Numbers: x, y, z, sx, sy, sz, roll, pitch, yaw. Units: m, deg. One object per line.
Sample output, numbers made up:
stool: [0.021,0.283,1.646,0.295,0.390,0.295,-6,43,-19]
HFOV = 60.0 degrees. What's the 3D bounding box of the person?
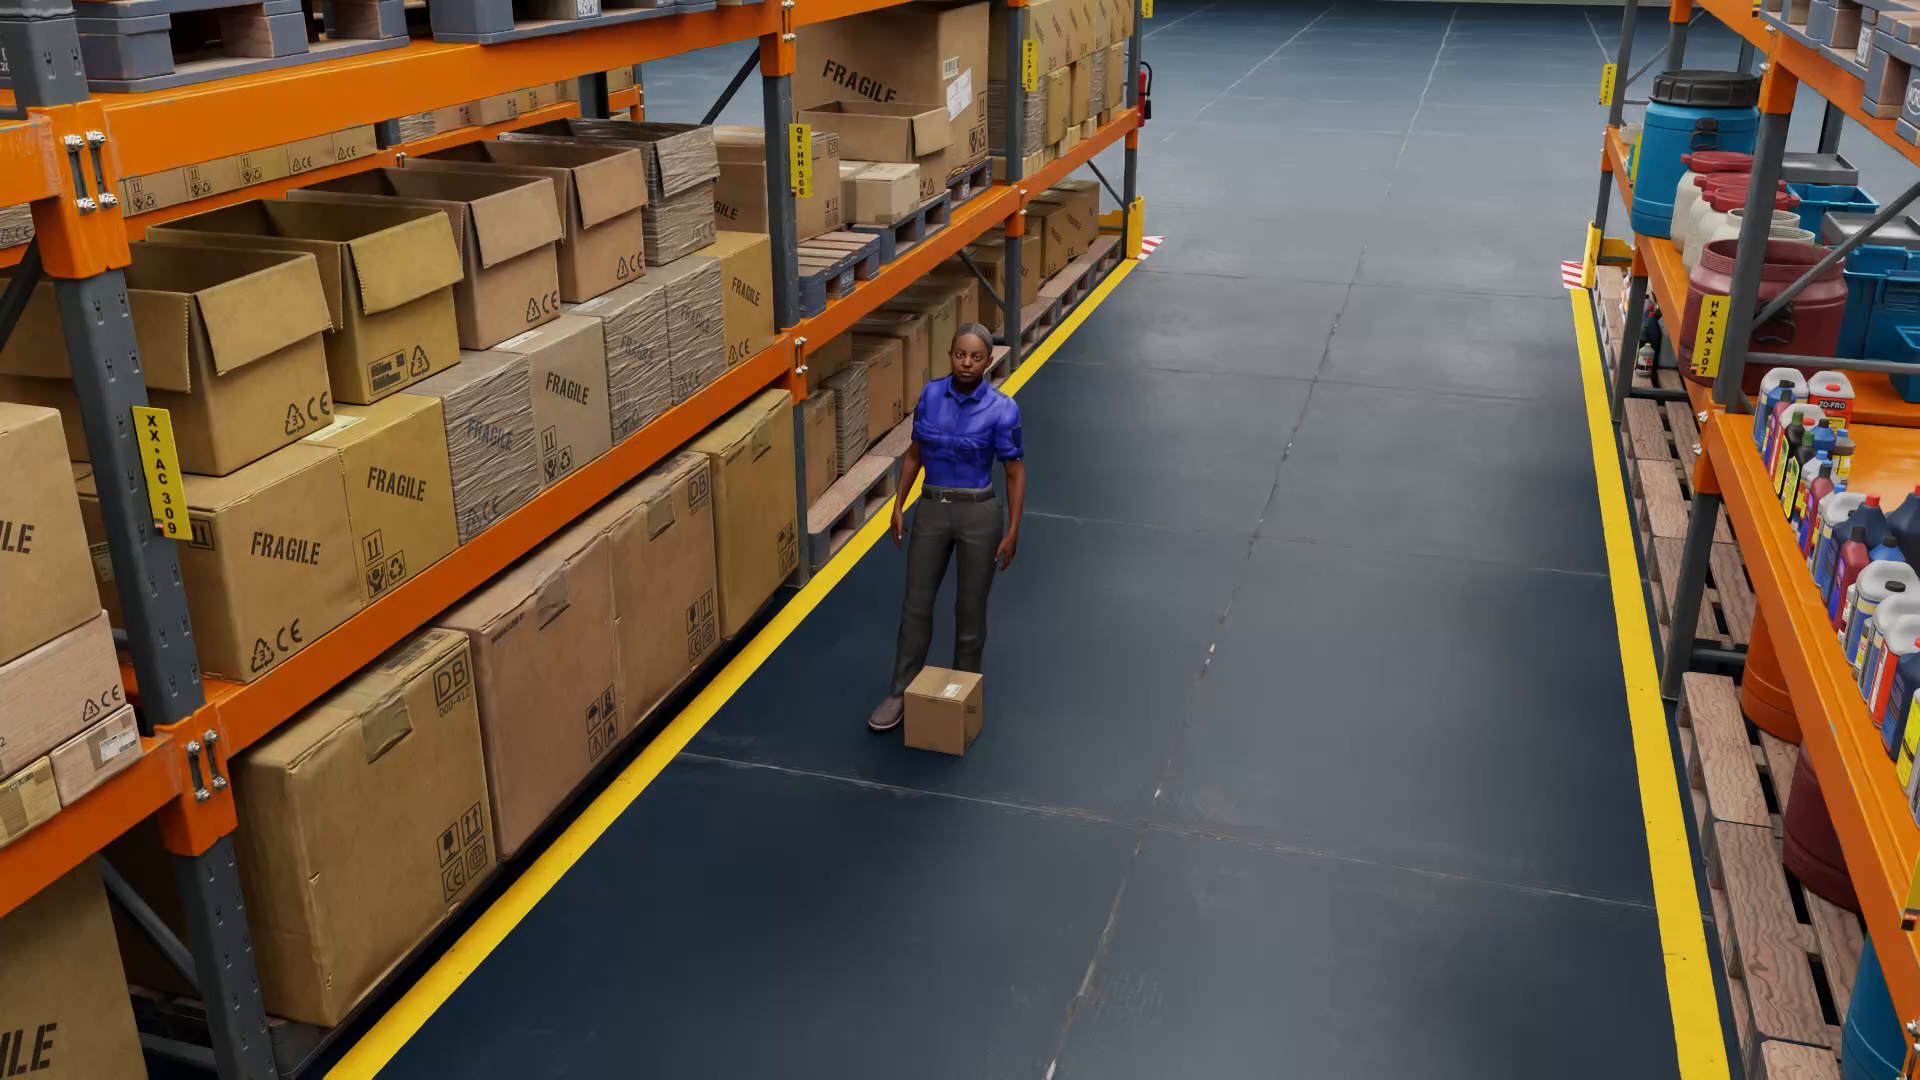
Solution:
person: [-0.047,-0.035,6.662,0.569,1.654,0.504,8,23,18]
